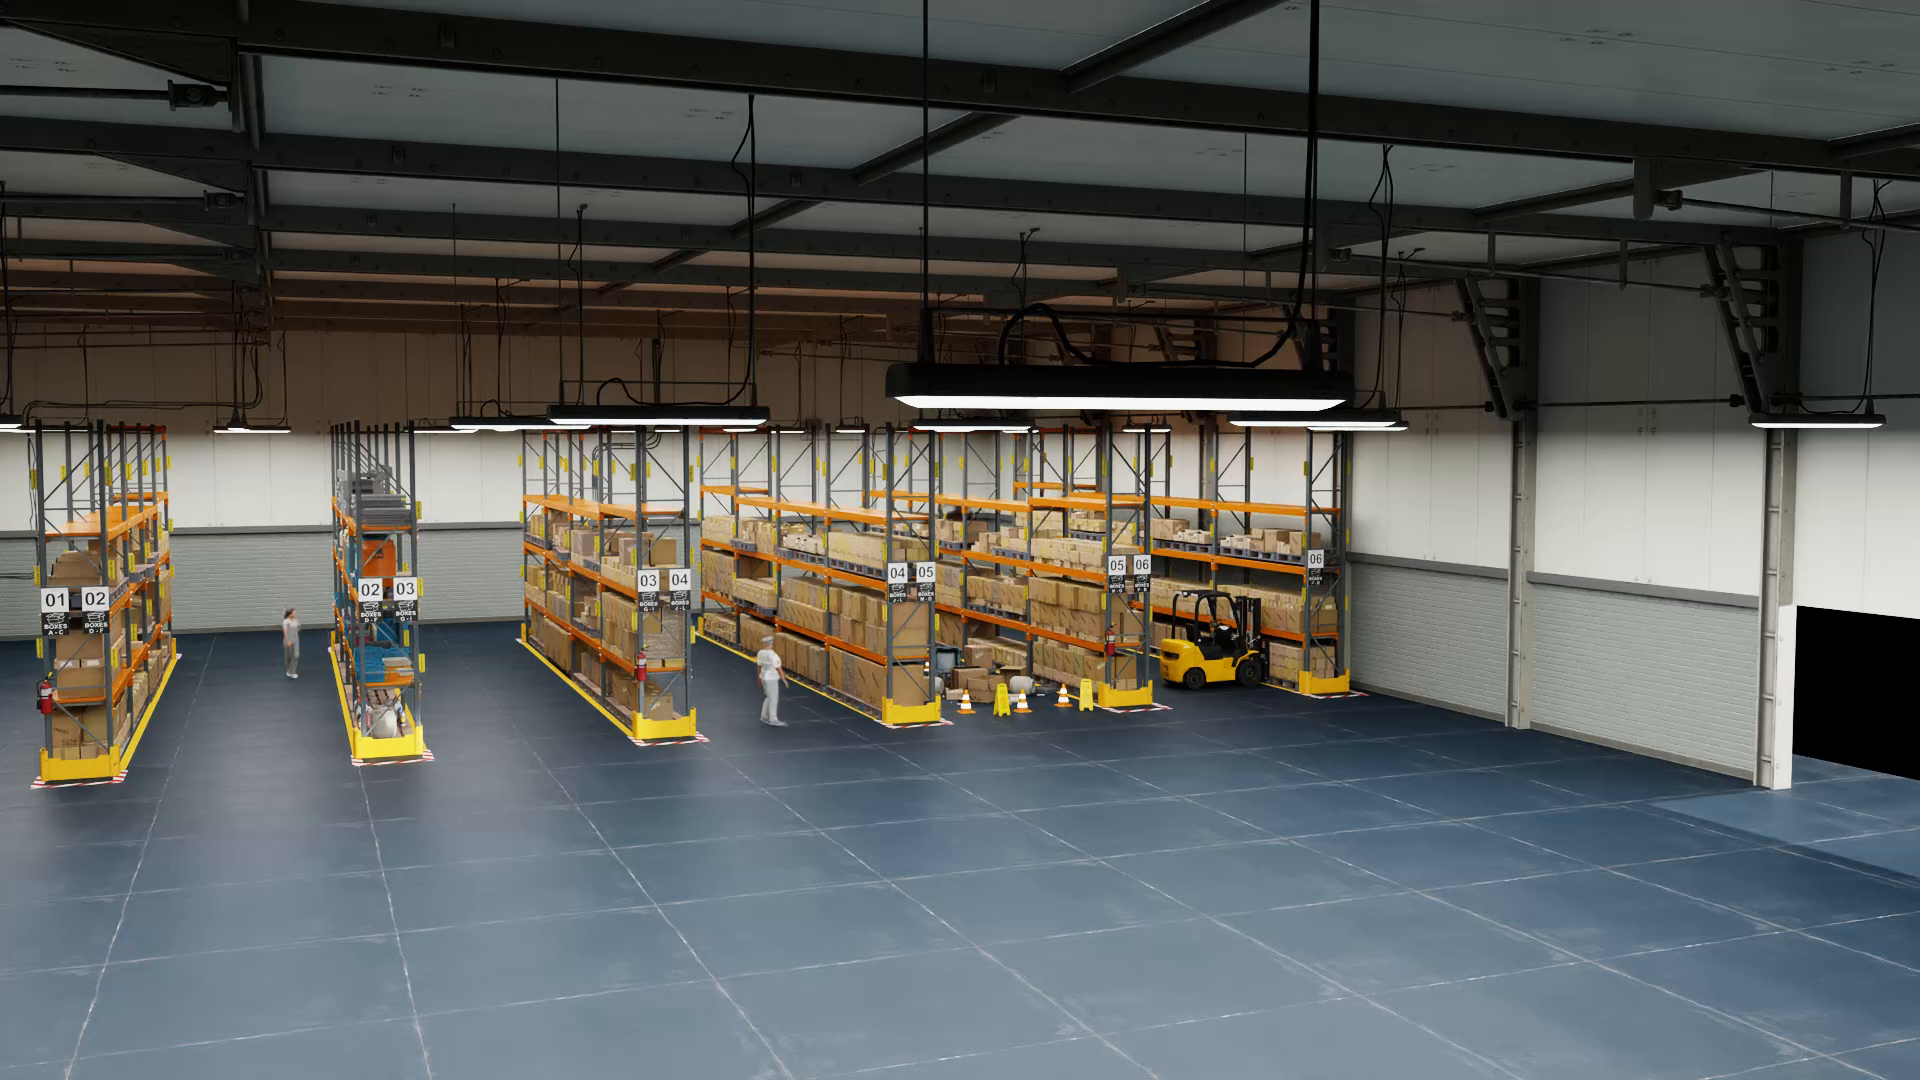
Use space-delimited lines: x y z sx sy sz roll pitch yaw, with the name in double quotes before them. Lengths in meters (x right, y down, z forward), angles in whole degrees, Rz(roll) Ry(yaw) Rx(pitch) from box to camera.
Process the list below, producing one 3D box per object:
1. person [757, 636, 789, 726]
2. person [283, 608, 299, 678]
"person" -3.731 2.811 32.987 0.544 1.809 0.645 -2 4 -28
"person" -15.901 2.446 39.475 0.655 1.677 0.425 3 5 41
